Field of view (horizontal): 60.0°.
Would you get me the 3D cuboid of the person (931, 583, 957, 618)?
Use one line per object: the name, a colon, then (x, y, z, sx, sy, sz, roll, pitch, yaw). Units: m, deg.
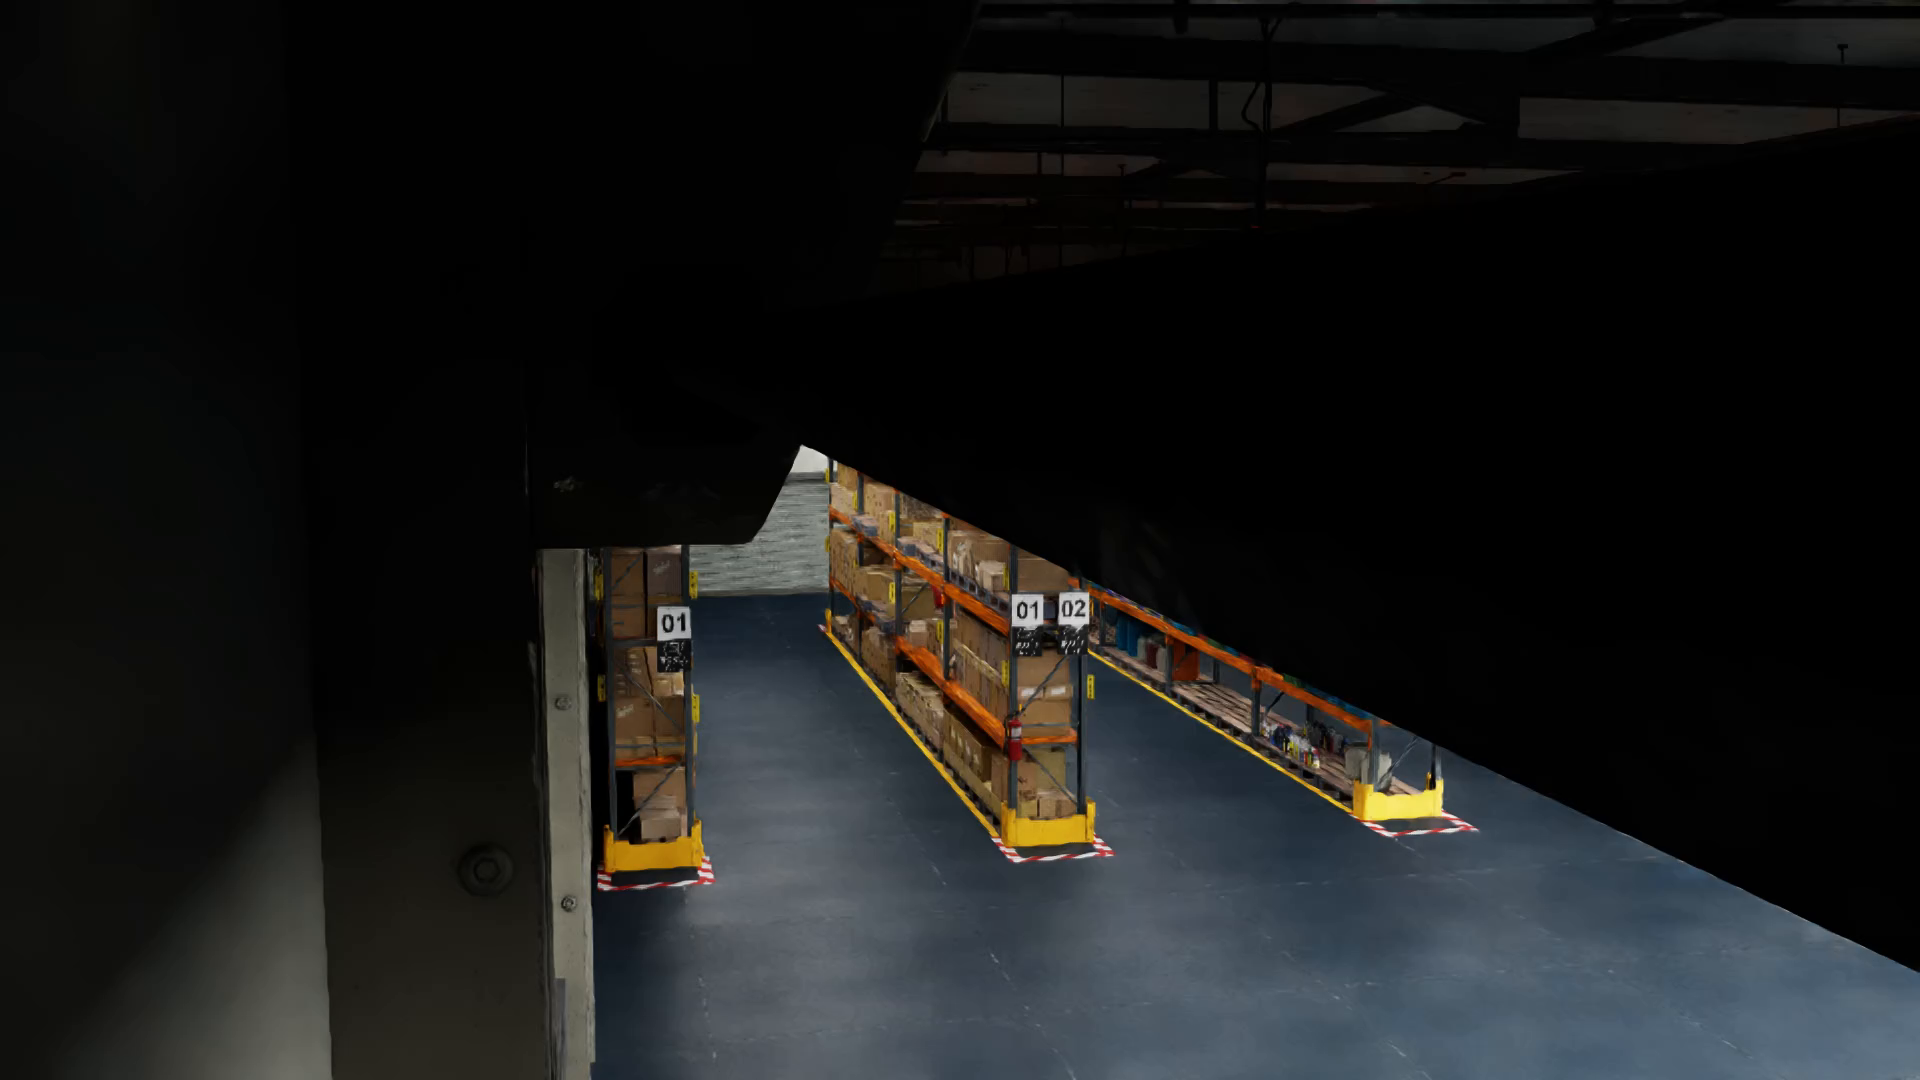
person: (-0.356, 1.439, 34.213, 0.554, 1.669, 1.040, -2, 7, -14)
